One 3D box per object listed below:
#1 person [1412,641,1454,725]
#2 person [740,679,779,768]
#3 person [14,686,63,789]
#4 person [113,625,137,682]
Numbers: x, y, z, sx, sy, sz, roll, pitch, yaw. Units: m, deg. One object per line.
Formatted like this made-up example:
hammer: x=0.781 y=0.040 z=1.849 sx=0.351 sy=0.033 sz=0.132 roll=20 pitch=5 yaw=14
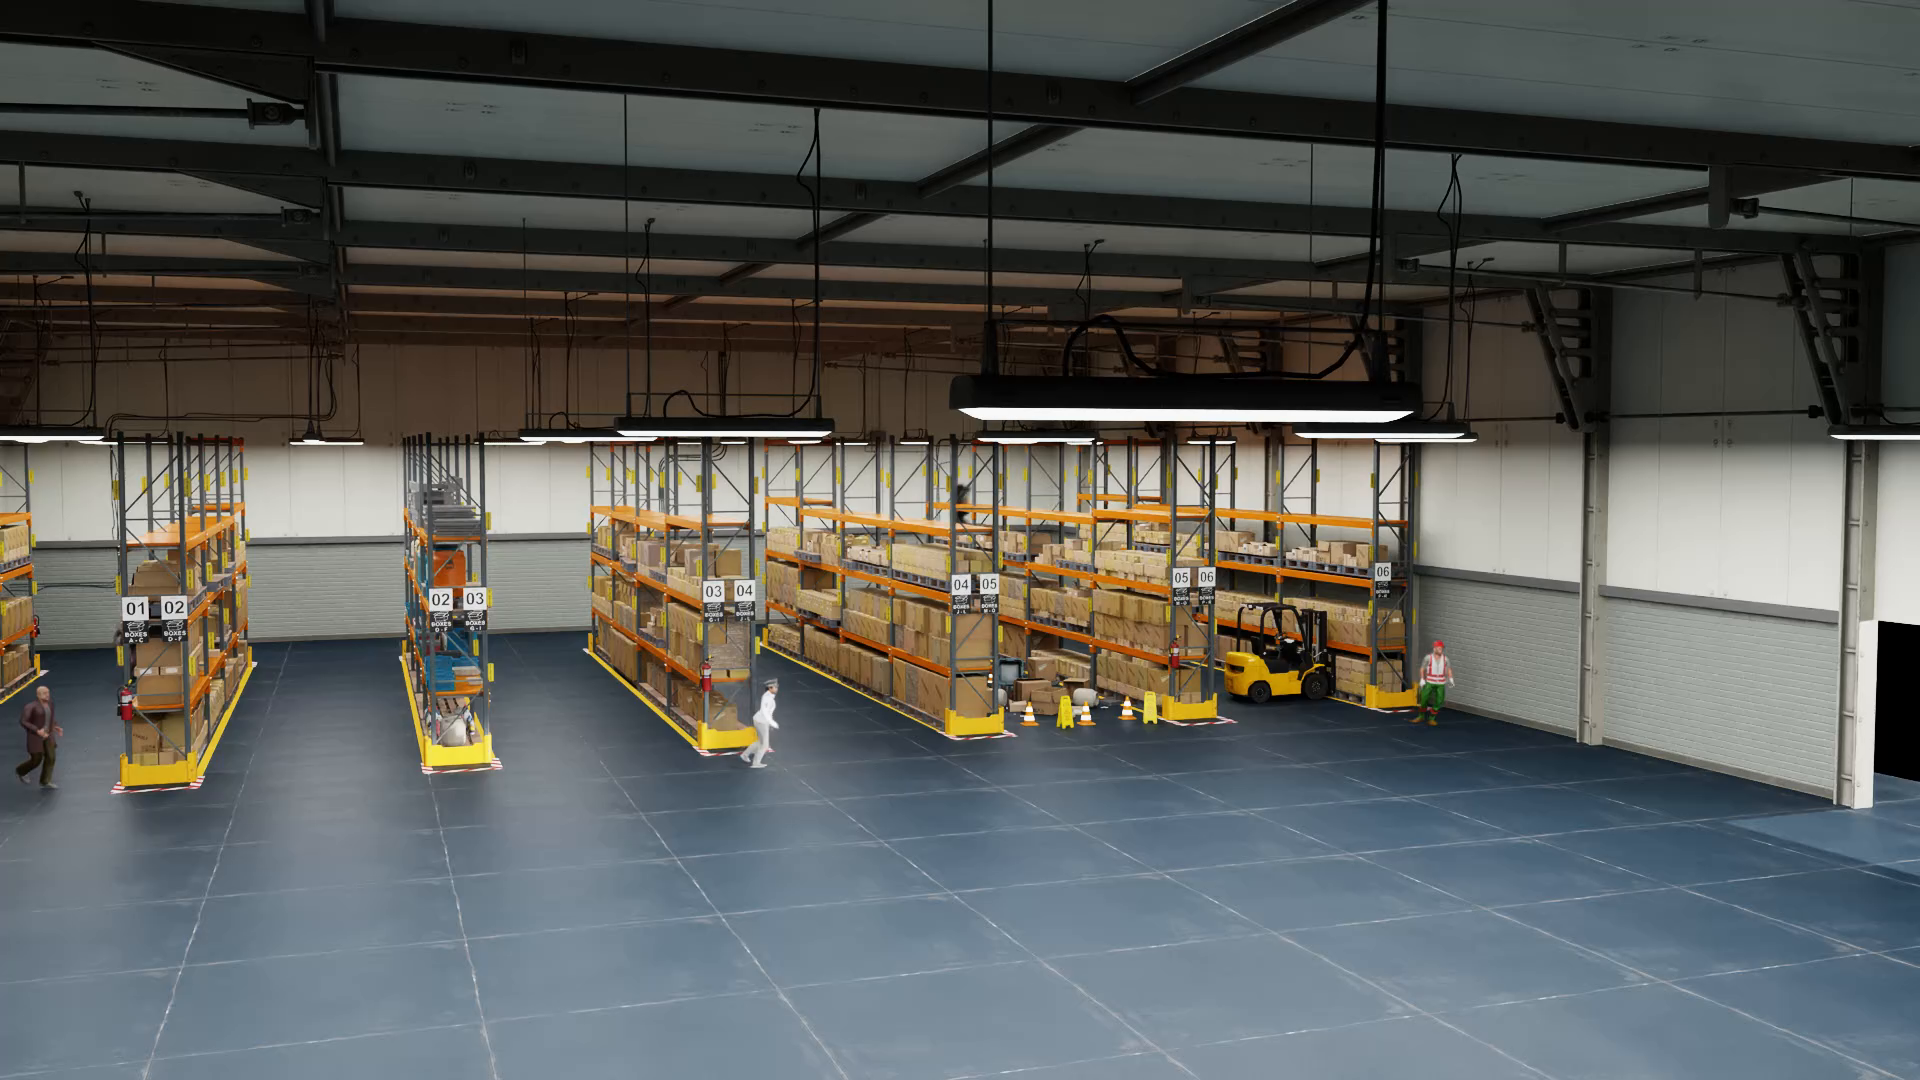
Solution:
person: x=9.722 y=2.951 z=34.170 sx=0.765 sy=1.748 sz=0.590 roll=0 pitch=3 yaw=0
person: x=-3.580 y=3.273 z=29.695 sx=0.702 sy=1.602 sz=0.573 roll=0 pitch=3 yaw=-3
person: x=-15.534 y=3.312 z=27.937 sx=0.860 sy=1.733 sz=0.708 roll=1 pitch=3 yaw=24
person: x=-20.297 y=2.672 z=40.746 sx=0.828 sy=1.686 sz=0.653 roll=2 pitch=4 yaw=32
